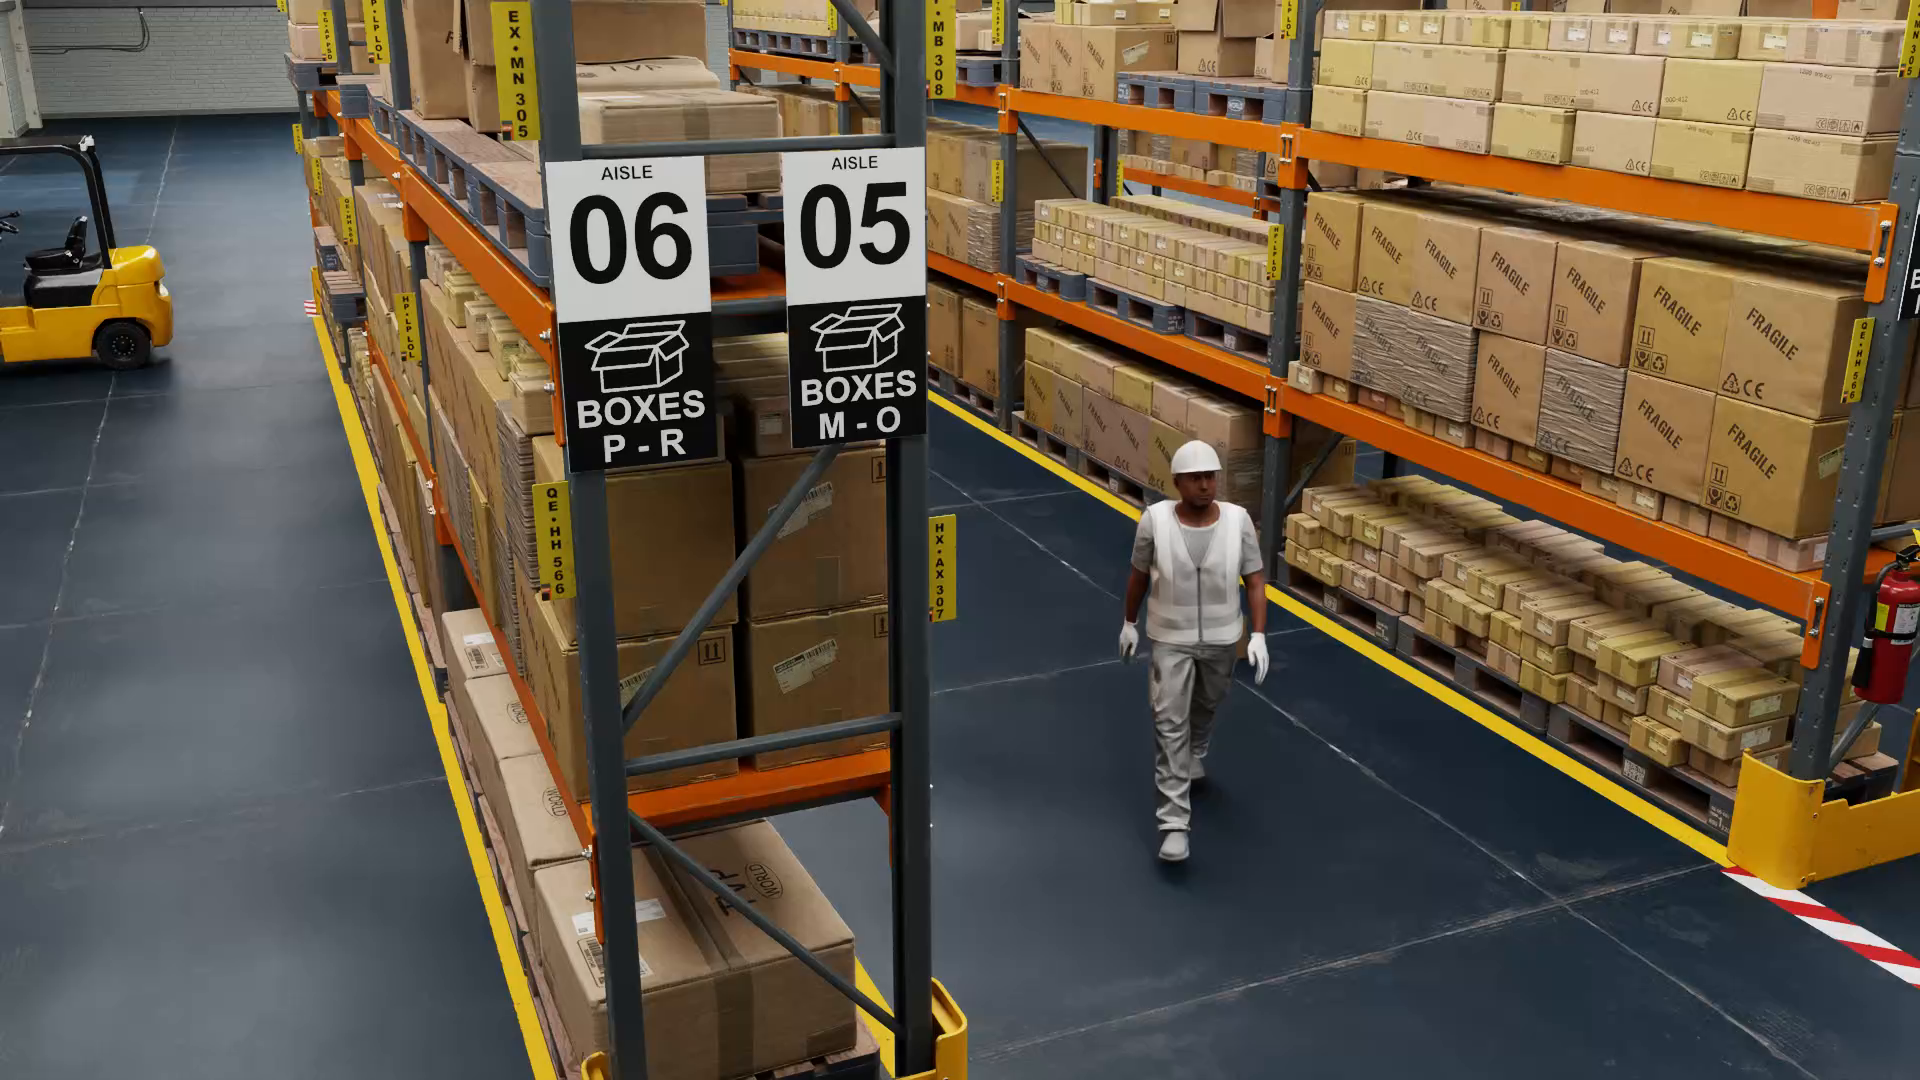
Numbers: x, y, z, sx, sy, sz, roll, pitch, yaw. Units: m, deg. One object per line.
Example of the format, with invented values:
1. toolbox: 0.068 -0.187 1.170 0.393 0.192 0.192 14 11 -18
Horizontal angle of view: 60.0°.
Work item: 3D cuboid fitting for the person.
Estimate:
1. person: 1.029 0.429 7.250 0.597 1.726 1.083 -1 19 -4
